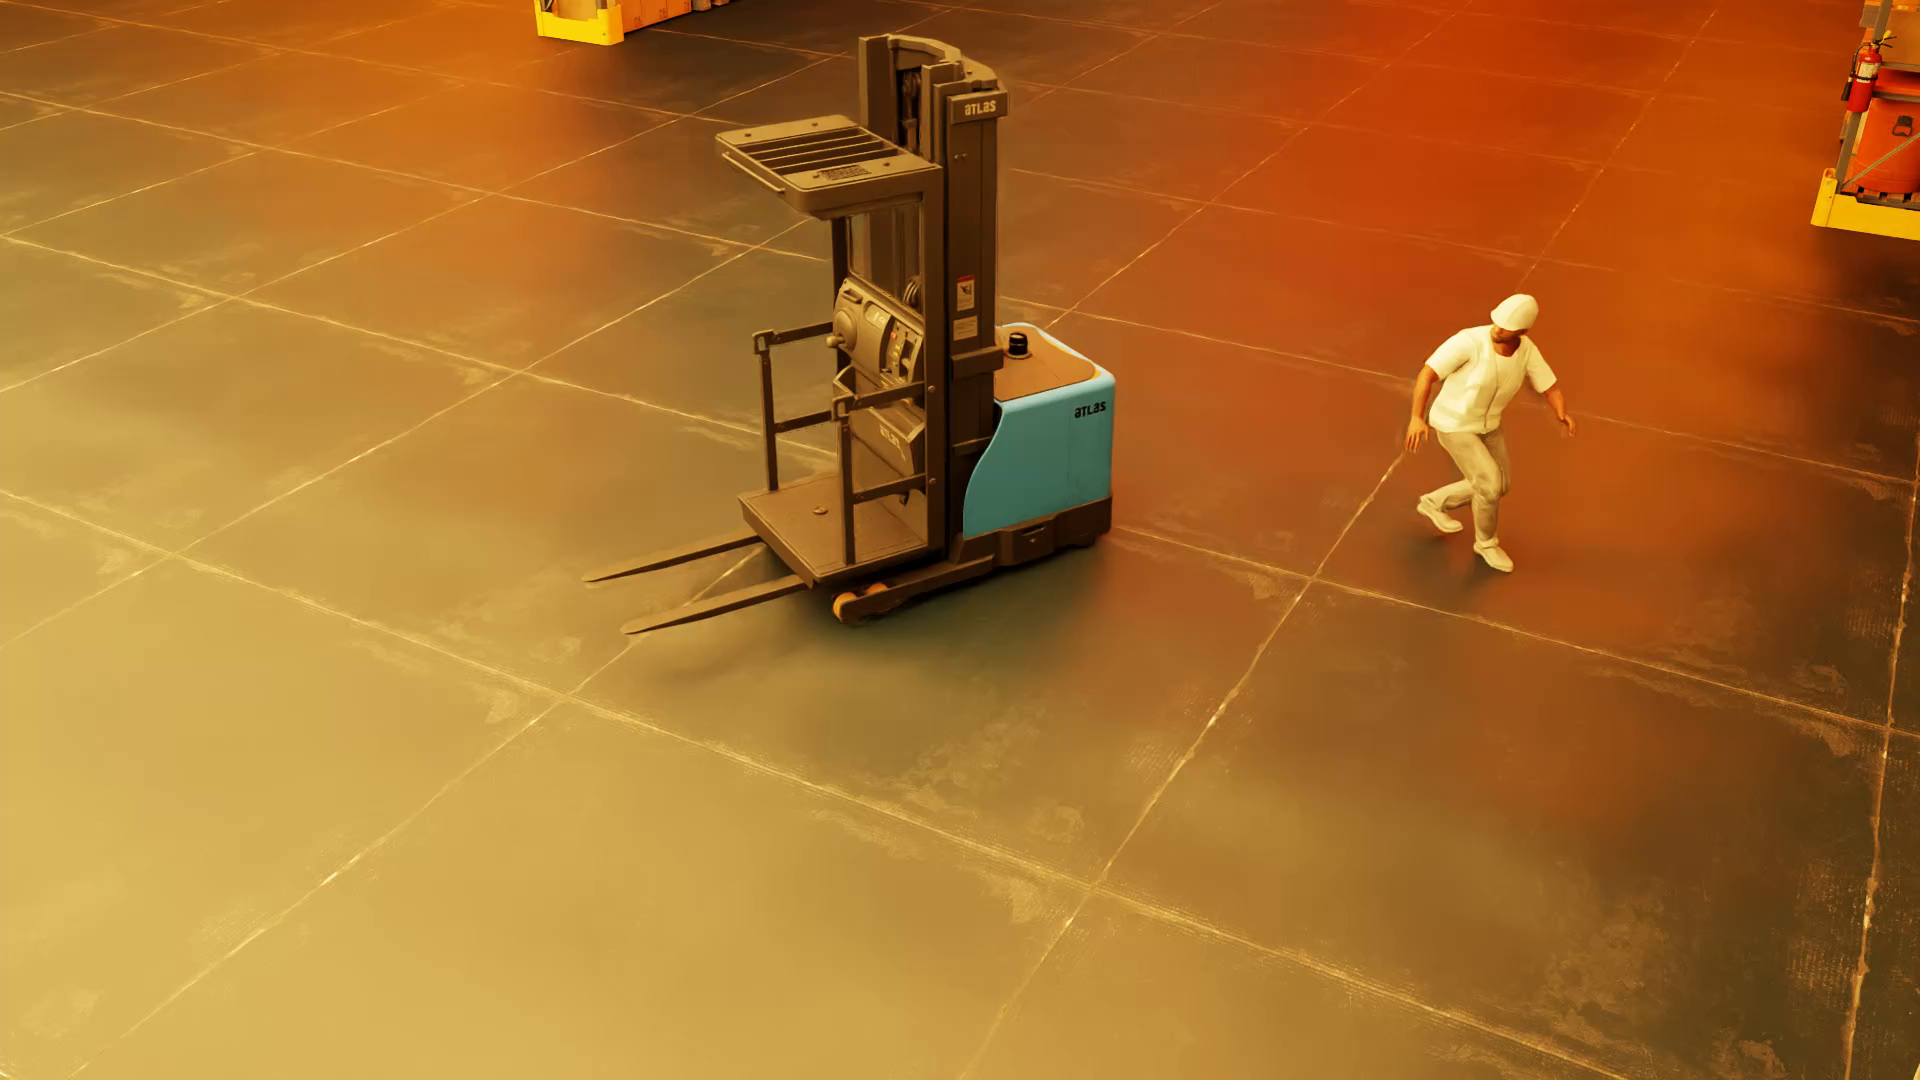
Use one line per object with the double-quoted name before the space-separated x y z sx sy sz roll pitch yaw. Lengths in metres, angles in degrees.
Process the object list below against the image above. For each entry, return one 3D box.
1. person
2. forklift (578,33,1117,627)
"person" 3.009 -0.602 9.420 0.929 1.627 0.852 -16 34 -26
"forklift" -0.637 -1.123 9.016 3.031 2.935 1.130 -15 33 -24
